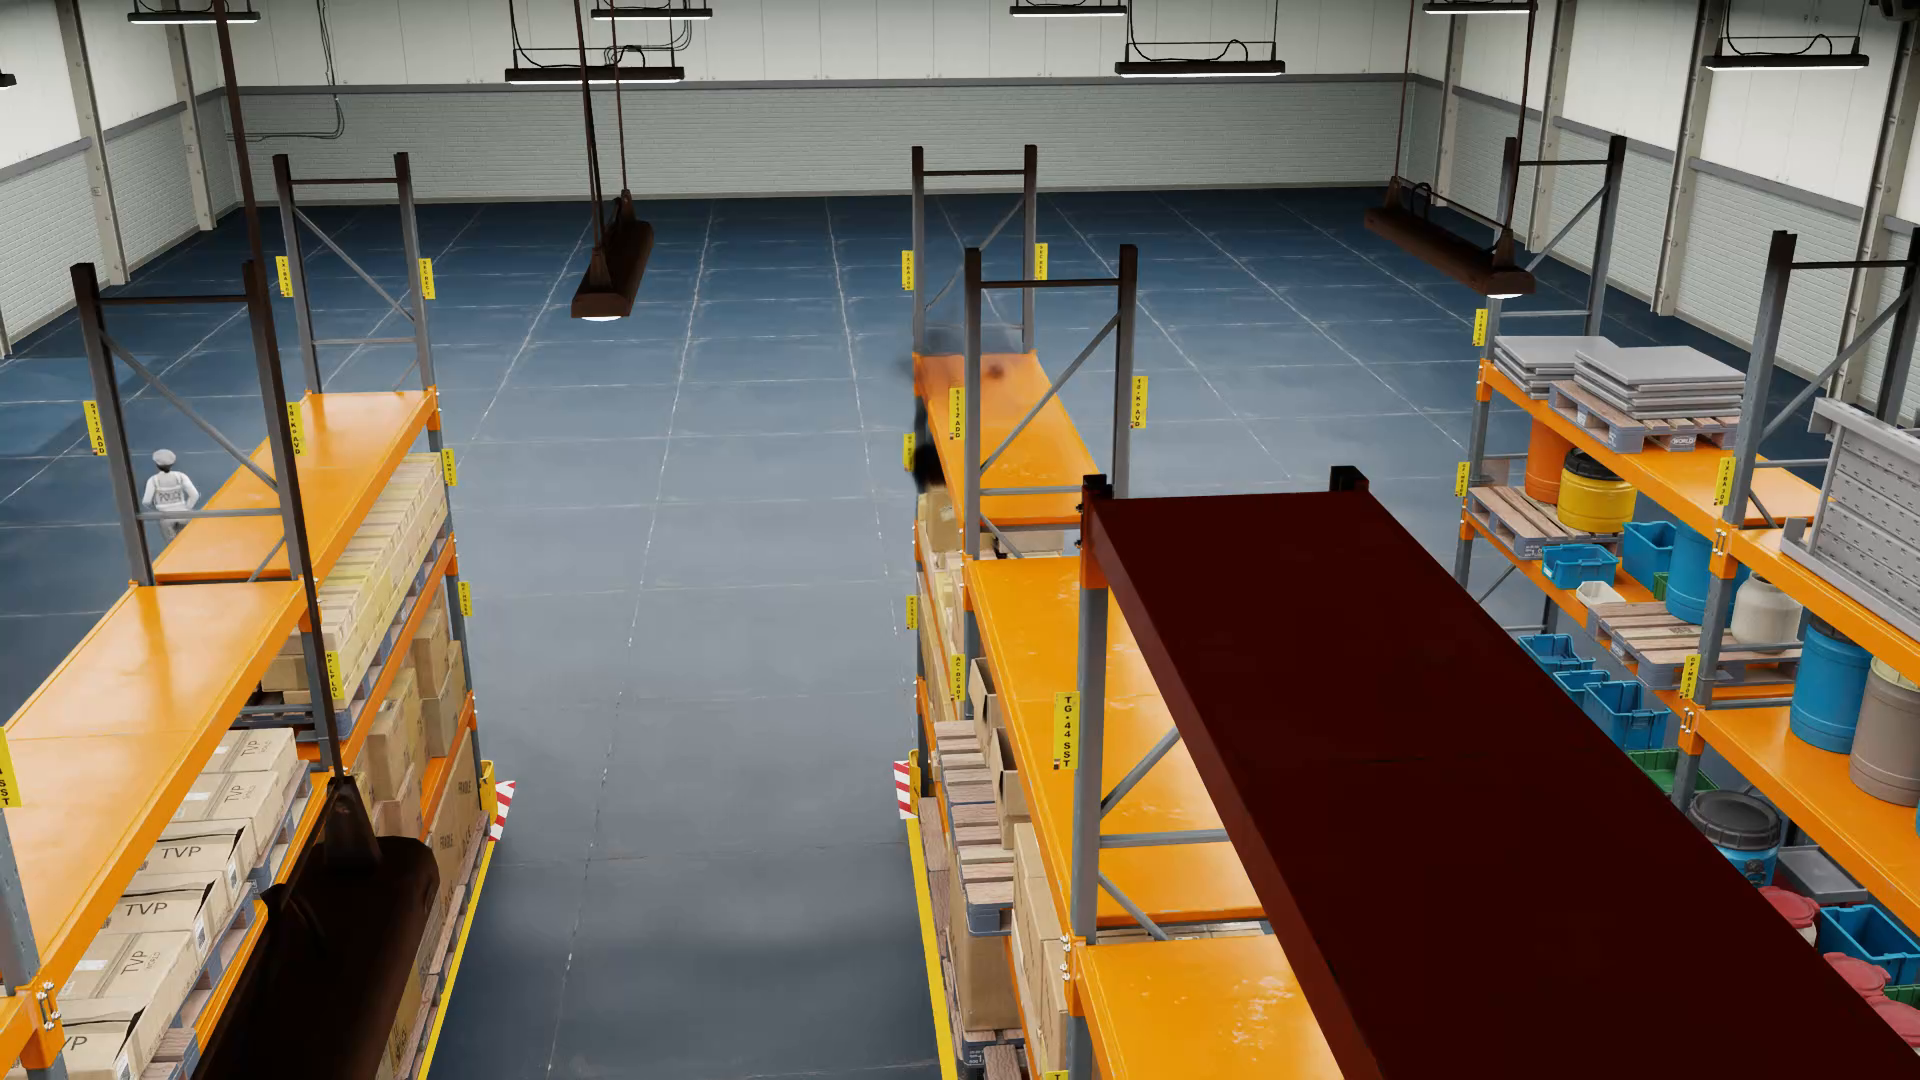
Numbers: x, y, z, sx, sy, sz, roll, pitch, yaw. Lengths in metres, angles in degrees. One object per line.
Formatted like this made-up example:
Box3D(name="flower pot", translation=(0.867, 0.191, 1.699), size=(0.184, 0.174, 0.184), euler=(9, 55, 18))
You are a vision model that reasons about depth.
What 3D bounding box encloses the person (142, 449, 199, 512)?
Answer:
Box3D(name="person", translation=(-9.379, -0.218, 19.948), size=(0.553, 1.738, 0.726), euler=(-18, 28, -38))
